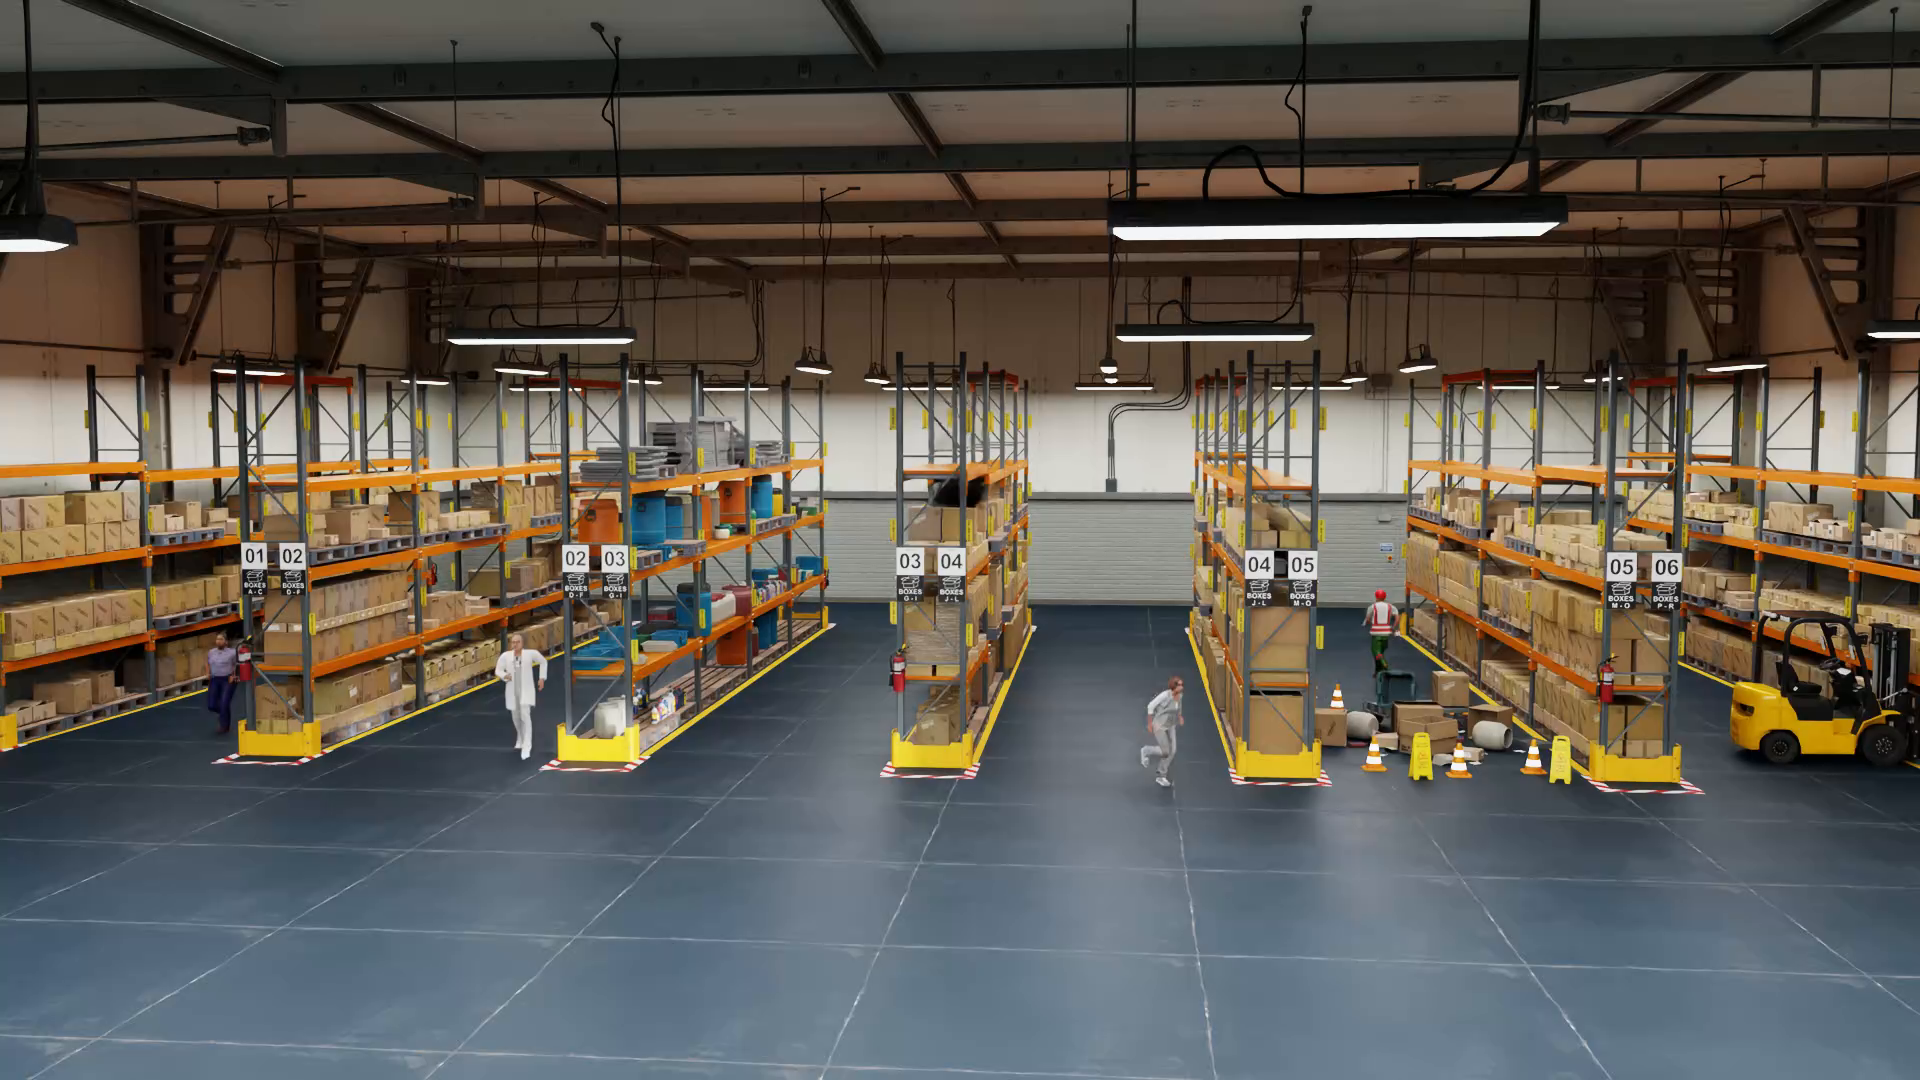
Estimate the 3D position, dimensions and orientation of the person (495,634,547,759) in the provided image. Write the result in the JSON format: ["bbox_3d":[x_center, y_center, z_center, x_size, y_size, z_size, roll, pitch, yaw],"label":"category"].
[{"bbox_3d":[-6.618,2.342,25.091,0.749,1.867,0.860,0,4,-1],"label":"person"}]

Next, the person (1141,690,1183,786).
[{"bbox_3d":[2.774,2.720,23.076,0.532,1.342,0.627,-4,6,-45],"label":"person"}]

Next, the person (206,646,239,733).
[{"bbox_3d":[-11.882,2.391,26.855,0.573,1.412,0.538,0,4,-3],"label":"person"}]

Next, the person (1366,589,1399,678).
[{"bbox_3d":[8.168,1.842,32.165,0.614,1.766,0.907,-1,4,-7],"label":"person"}]
